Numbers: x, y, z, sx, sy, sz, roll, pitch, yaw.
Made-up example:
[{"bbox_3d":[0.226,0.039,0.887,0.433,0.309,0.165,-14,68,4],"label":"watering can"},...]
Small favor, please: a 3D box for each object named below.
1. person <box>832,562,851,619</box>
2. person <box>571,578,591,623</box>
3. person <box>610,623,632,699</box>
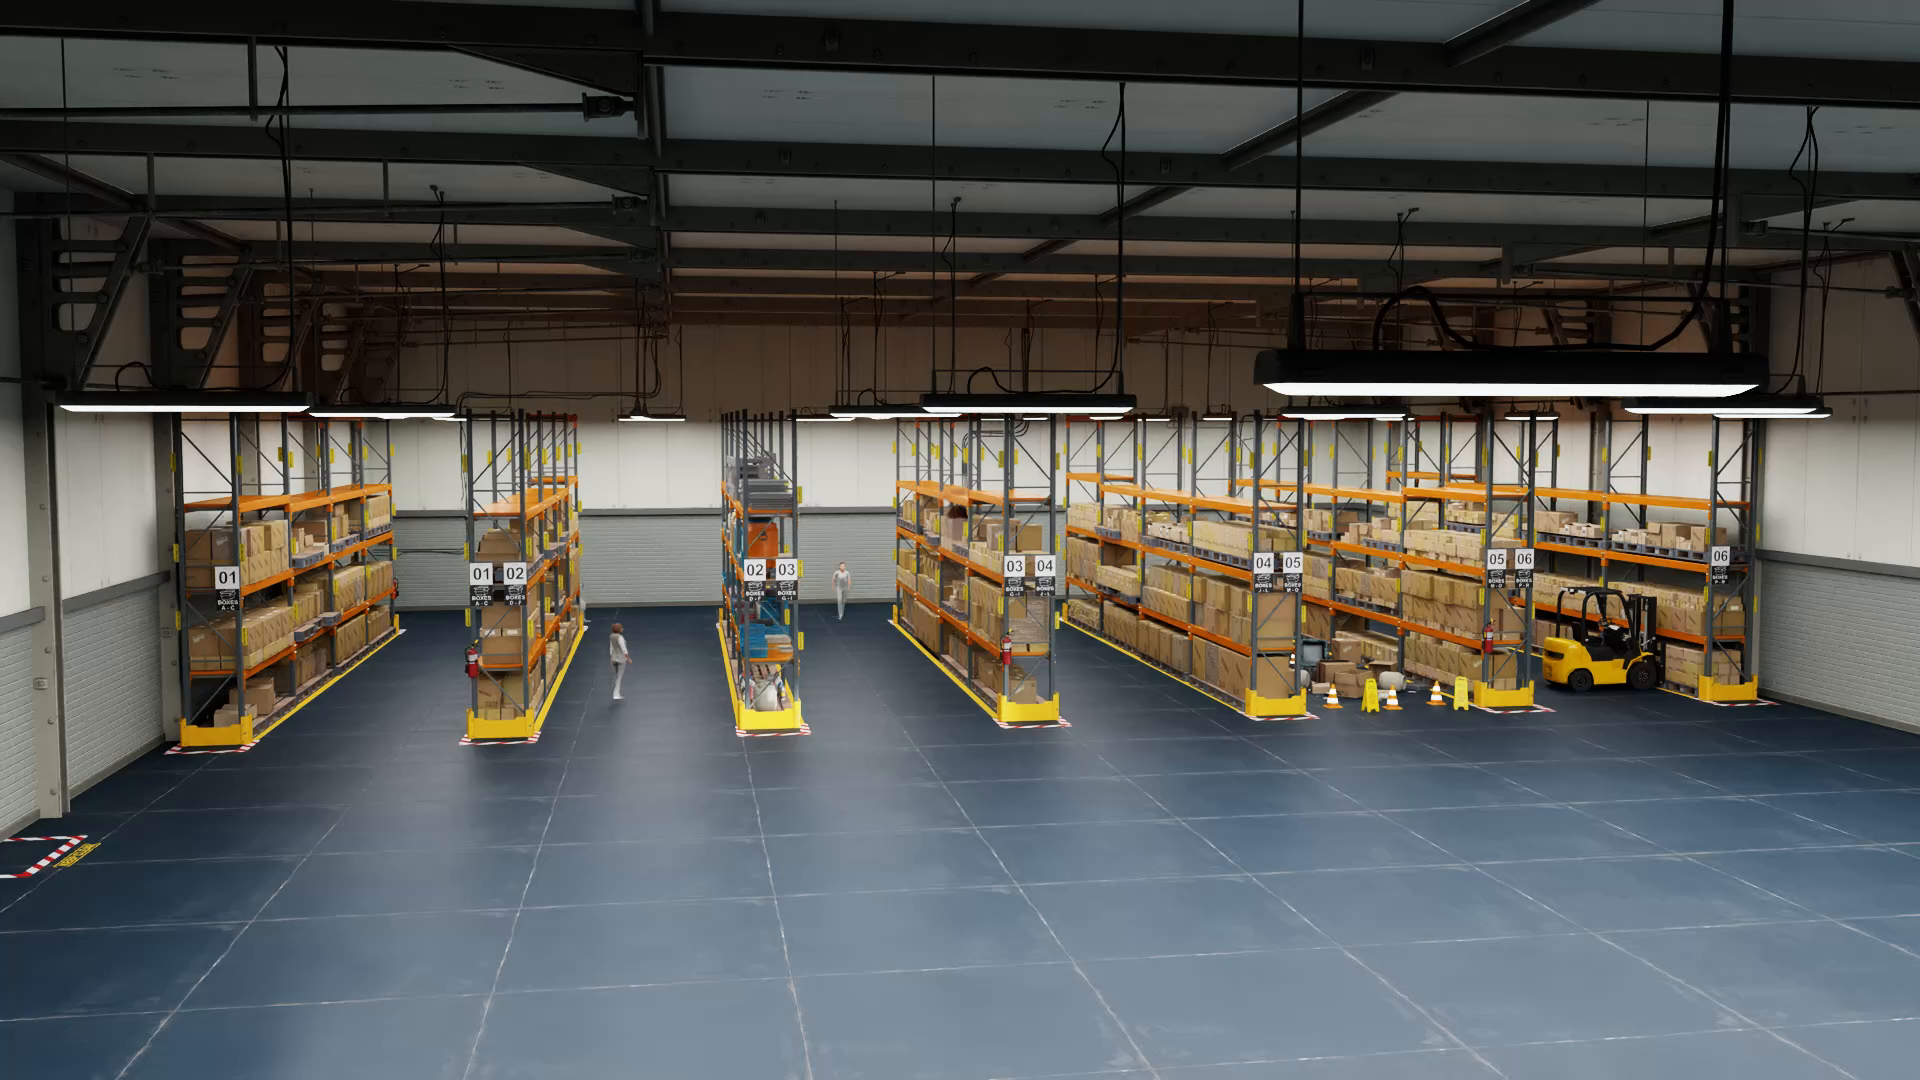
[{"bbox_3d":[-3.501,1.490,49.255,0.529,1.674,0.938,-1,4,-11],"label":"person"},{"bbox_3d":[-11.065,1.538,47.554,1.006,1.721,0.634,1,4,14],"label":"person"},{"bbox_3d":[-7.071,2.529,34.533,0.473,1.637,0.511,2,4,25],"label":"person"}]
